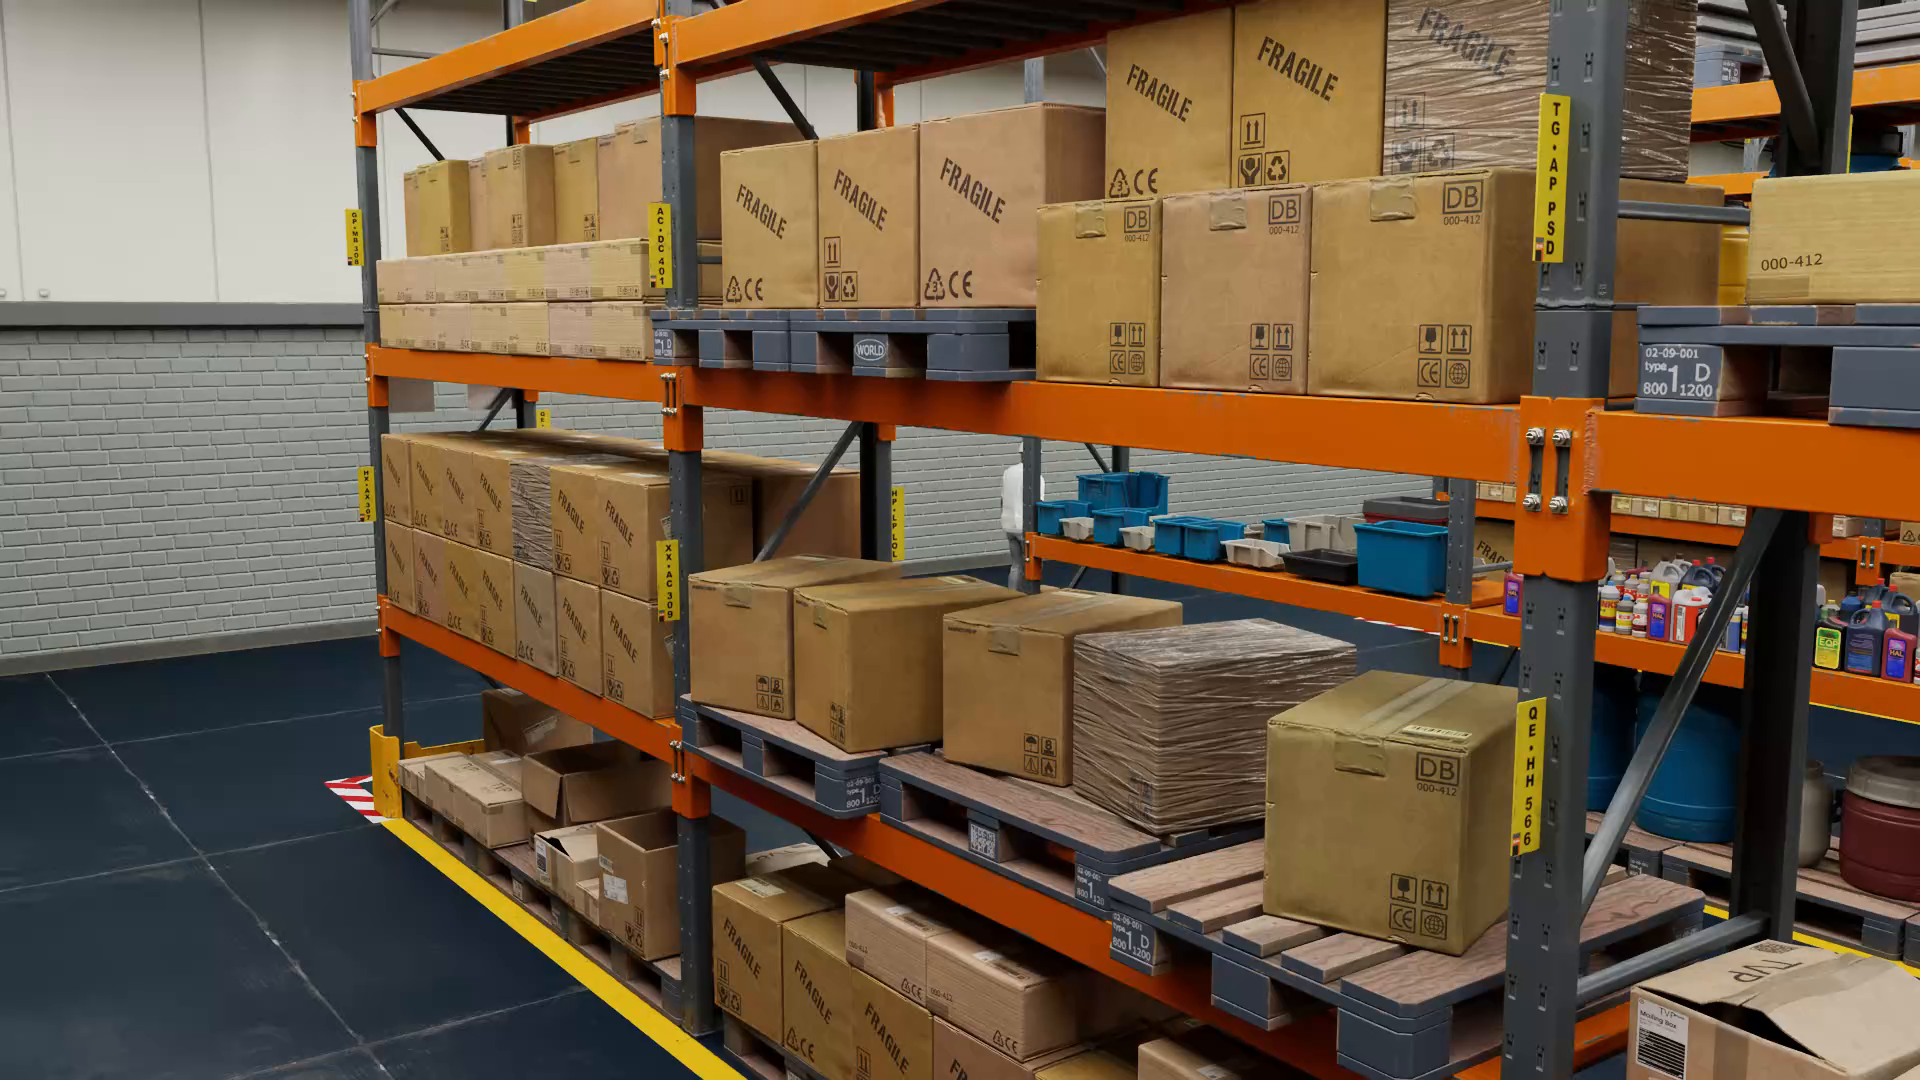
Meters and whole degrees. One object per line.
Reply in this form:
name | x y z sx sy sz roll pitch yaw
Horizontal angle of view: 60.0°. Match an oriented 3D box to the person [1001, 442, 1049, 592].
person | 0.660 -0.119 16.619 0.459 1.759 0.625 -6 10 -37
